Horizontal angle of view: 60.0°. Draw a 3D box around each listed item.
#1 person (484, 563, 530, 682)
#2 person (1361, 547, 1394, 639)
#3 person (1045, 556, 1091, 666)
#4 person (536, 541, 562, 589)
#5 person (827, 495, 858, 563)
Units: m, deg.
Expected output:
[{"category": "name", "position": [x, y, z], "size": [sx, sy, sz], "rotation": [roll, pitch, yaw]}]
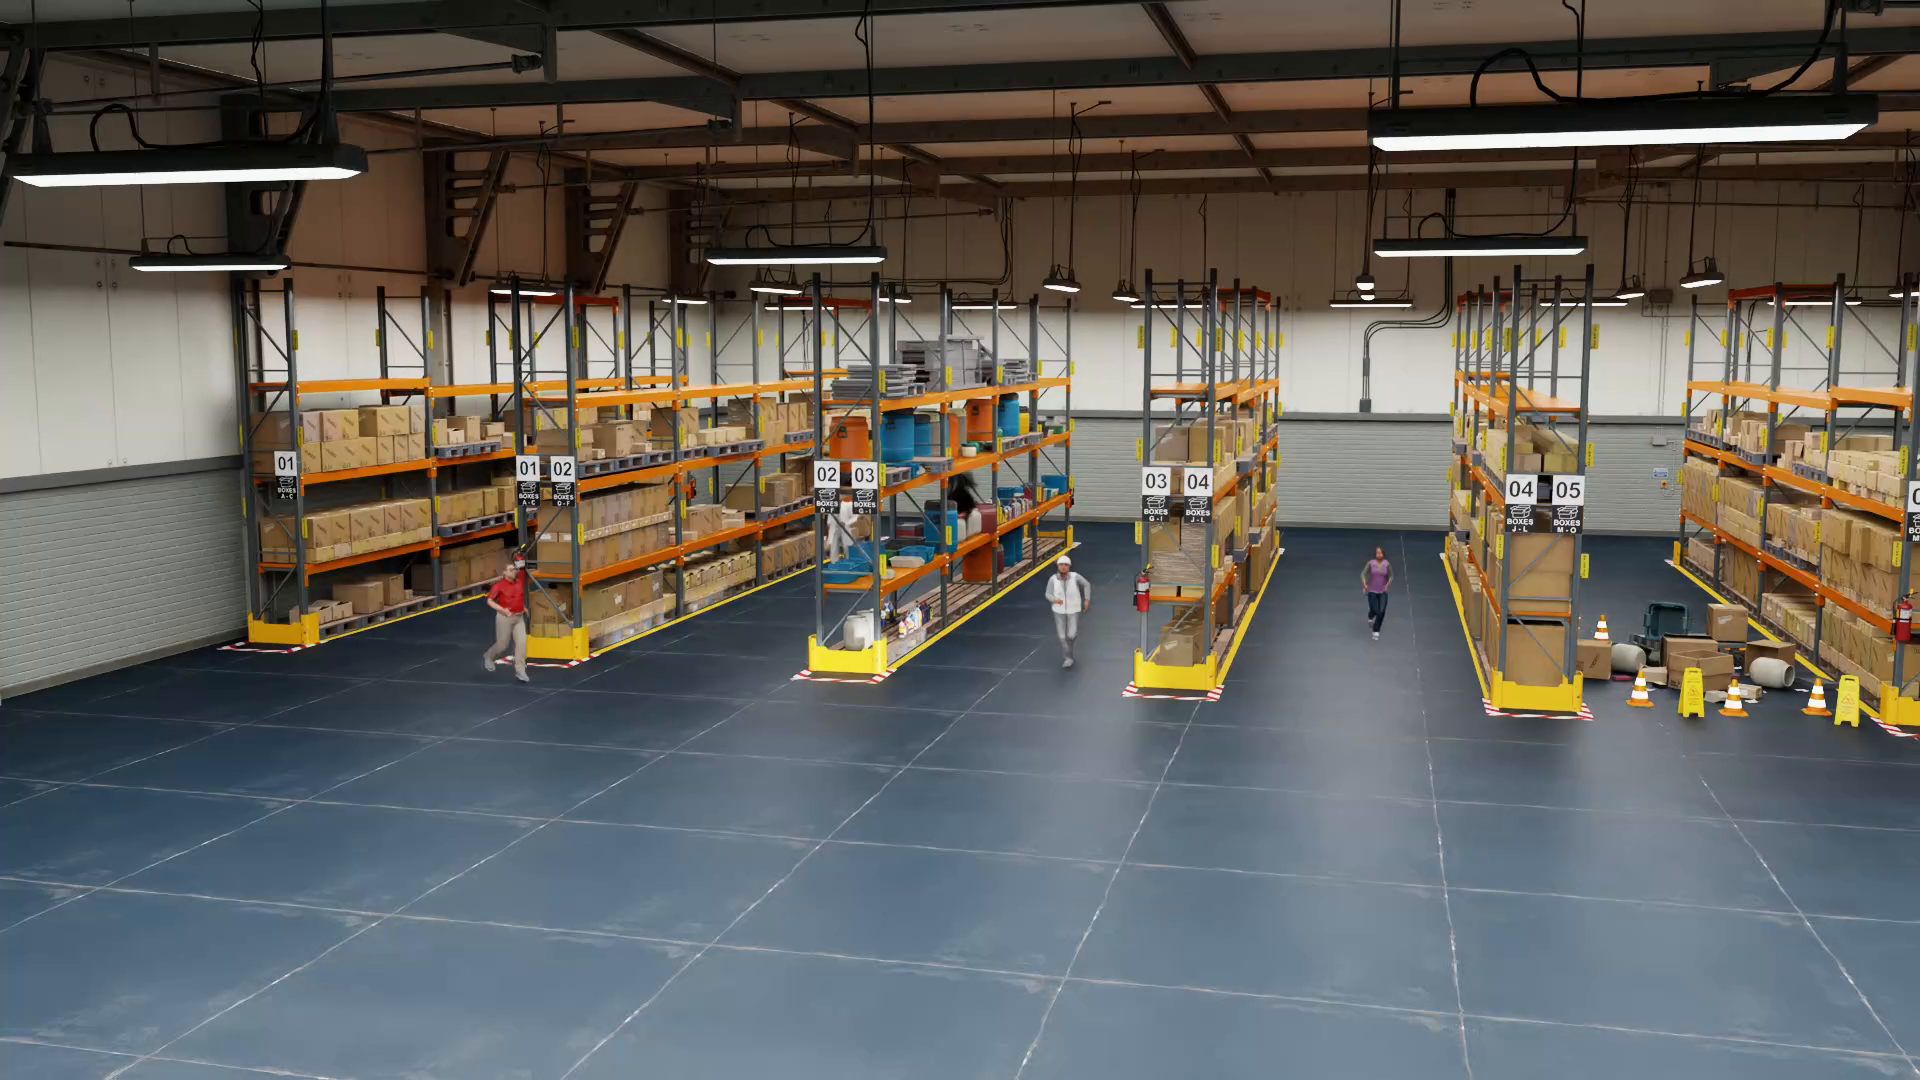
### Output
[{"category": "person", "position": [-6.678, 1.202, 24.692], "size": [0.982, 1.721, 0.695], "rotation": [6, 9, 40]}, {"category": "person", "position": [7.027, 0.889, 28.058], "size": [0.512, 1.565, 0.541], "rotation": [1, 7, 6]}, {"category": "person", "position": [1.649, 1.098, 25.530], "size": [0.691, 1.720, 0.630], "rotation": [1, 7, 6]}, {"category": "person", "position": [-7.529, 0.468, 30.900], "size": [0.680, 1.680, 0.734], "rotation": [0, 7, 3]}, {"category": "person", "position": [-2.336, -0.088, 32.874], "size": [0.671, 1.816, 1.187], "rotation": [1, 7, 10]}]
